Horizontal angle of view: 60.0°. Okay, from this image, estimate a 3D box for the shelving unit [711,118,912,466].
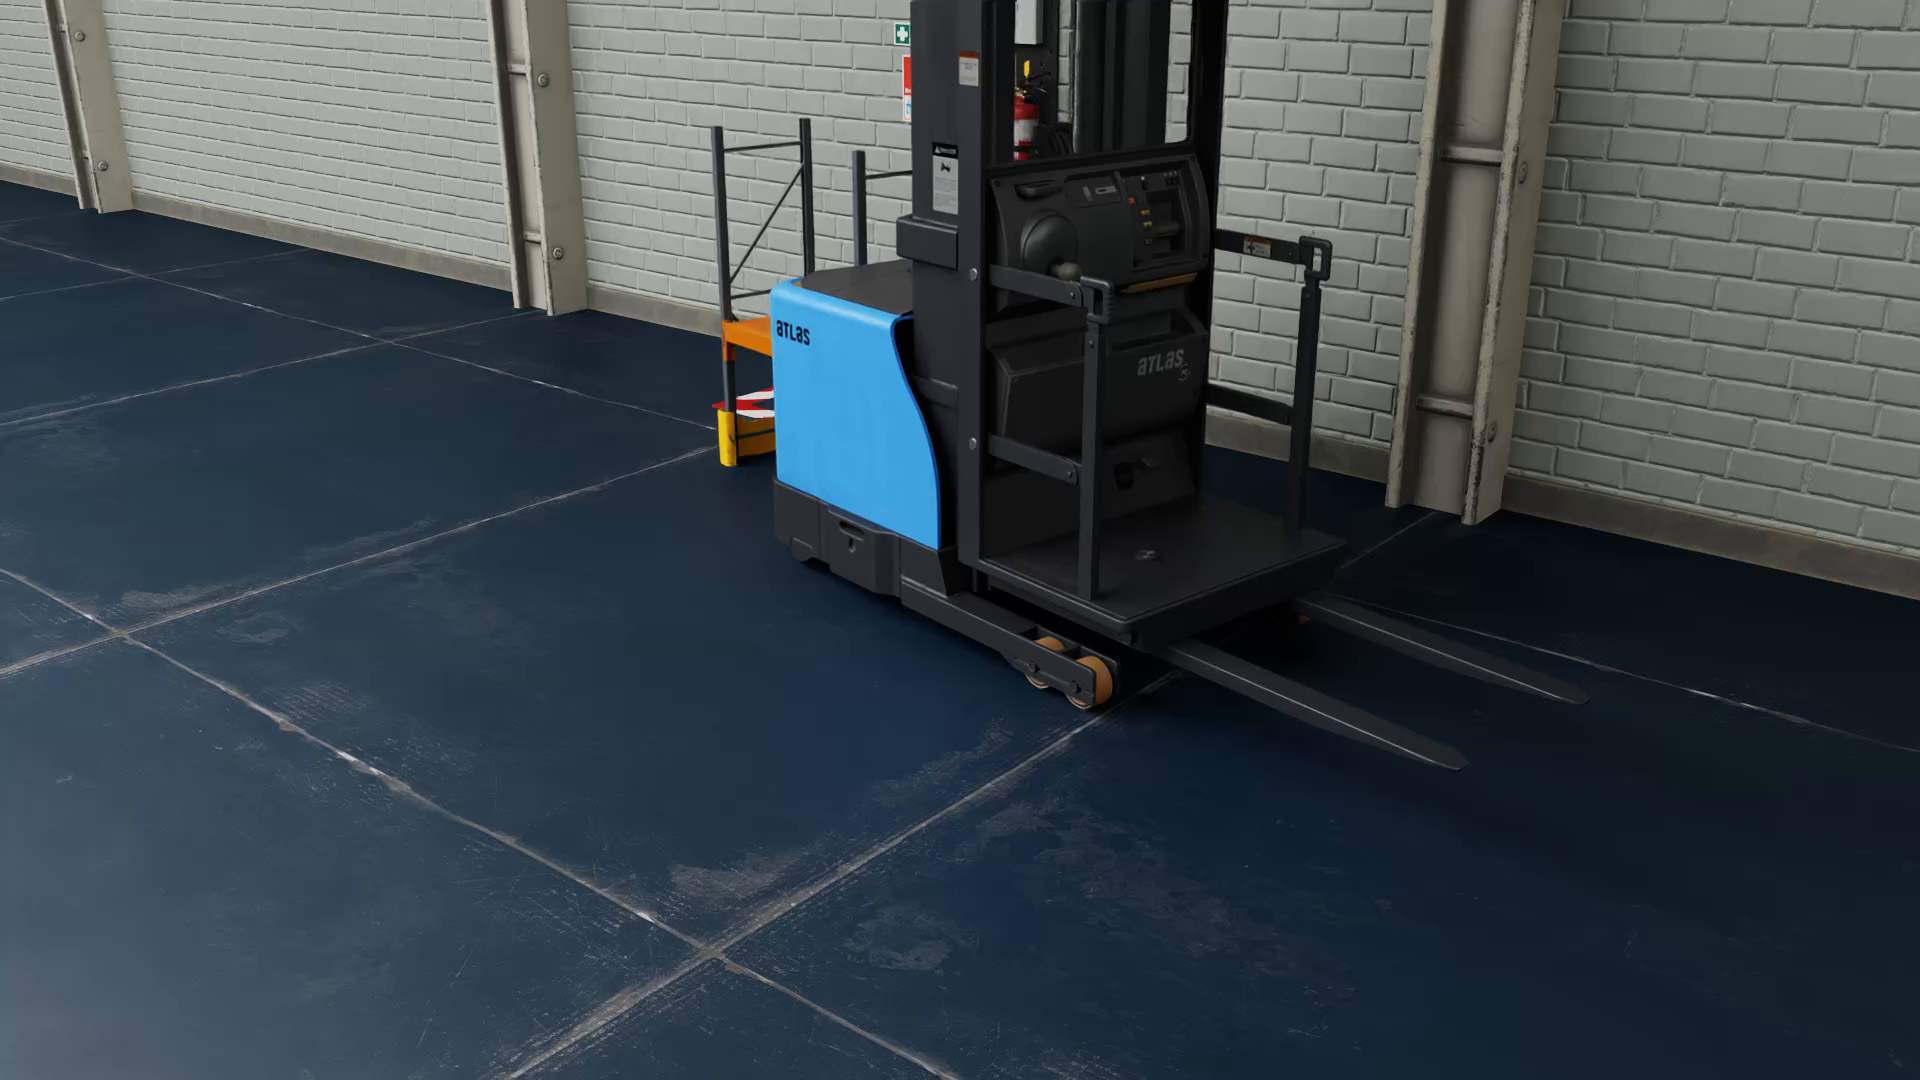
[{"bbox_3d":[-0.534,-0.977,7.134,0.587,1.500,1.083,-16,26,-37],"label":"shelving unit"}]

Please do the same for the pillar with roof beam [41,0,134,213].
[{"bbox_3d":[-9.968,-5.856,9.443,0.400,9.000,9.100,16,26,36],"label":"pillar with roof beam"}]

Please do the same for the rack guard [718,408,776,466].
[{"bbox_3d":[-0.852,-0.528,7.713,0.587,0.250,0.087,-16,26,-37],"label":"rack guard"}]

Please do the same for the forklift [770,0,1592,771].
[{"bbox_3d":[0.607,-1.037,5.264,1.130,2.935,3.031,-16,26,-37],"label":"forklift"}]

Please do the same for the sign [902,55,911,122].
[{"bbox_3d":[-0.203,-2.278,8.408,0.234,0.329,0.001,16,26,36],"label":"sign"}]

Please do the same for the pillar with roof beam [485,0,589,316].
[{"bbox_3d":[-5.319,-4.517,5.894,0.400,9.000,9.100,16,26,36],"label":"pillar with roof beam"}]

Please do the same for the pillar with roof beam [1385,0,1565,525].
[{"bbox_3d":[-0.671,-3.179,2.344,0.400,9.000,9.100,16,26,36],"label":"pillar with roof beam"}]

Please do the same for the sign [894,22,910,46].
[{"bbox_3d":[-0.205,-2.523,8.306,0.331,0.109,0.001,16,26,36],"label":"sign"}]

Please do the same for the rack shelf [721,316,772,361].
[{"bbox_3d":[-0.539,-0.812,7.204,0.538,0.185,1.000,-16,26,-37],"label":"rack shelf"}]

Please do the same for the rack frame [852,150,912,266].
[{"bbox_3d":[-0.214,-0.842,6.775,0.500,1.500,0.032,-16,26,-37],"label":"rack frame"}]

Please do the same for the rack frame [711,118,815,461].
[{"bbox_3d":[-0.864,-1.118,7.507,0.500,1.500,0.032,-16,26,-37],"label":"rack frame"}]

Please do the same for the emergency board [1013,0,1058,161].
[{"bbox_3d":[0.161,-2.110,8.013,0.643,1.169,0.194,16,26,36],"label":"emergency board"}]
